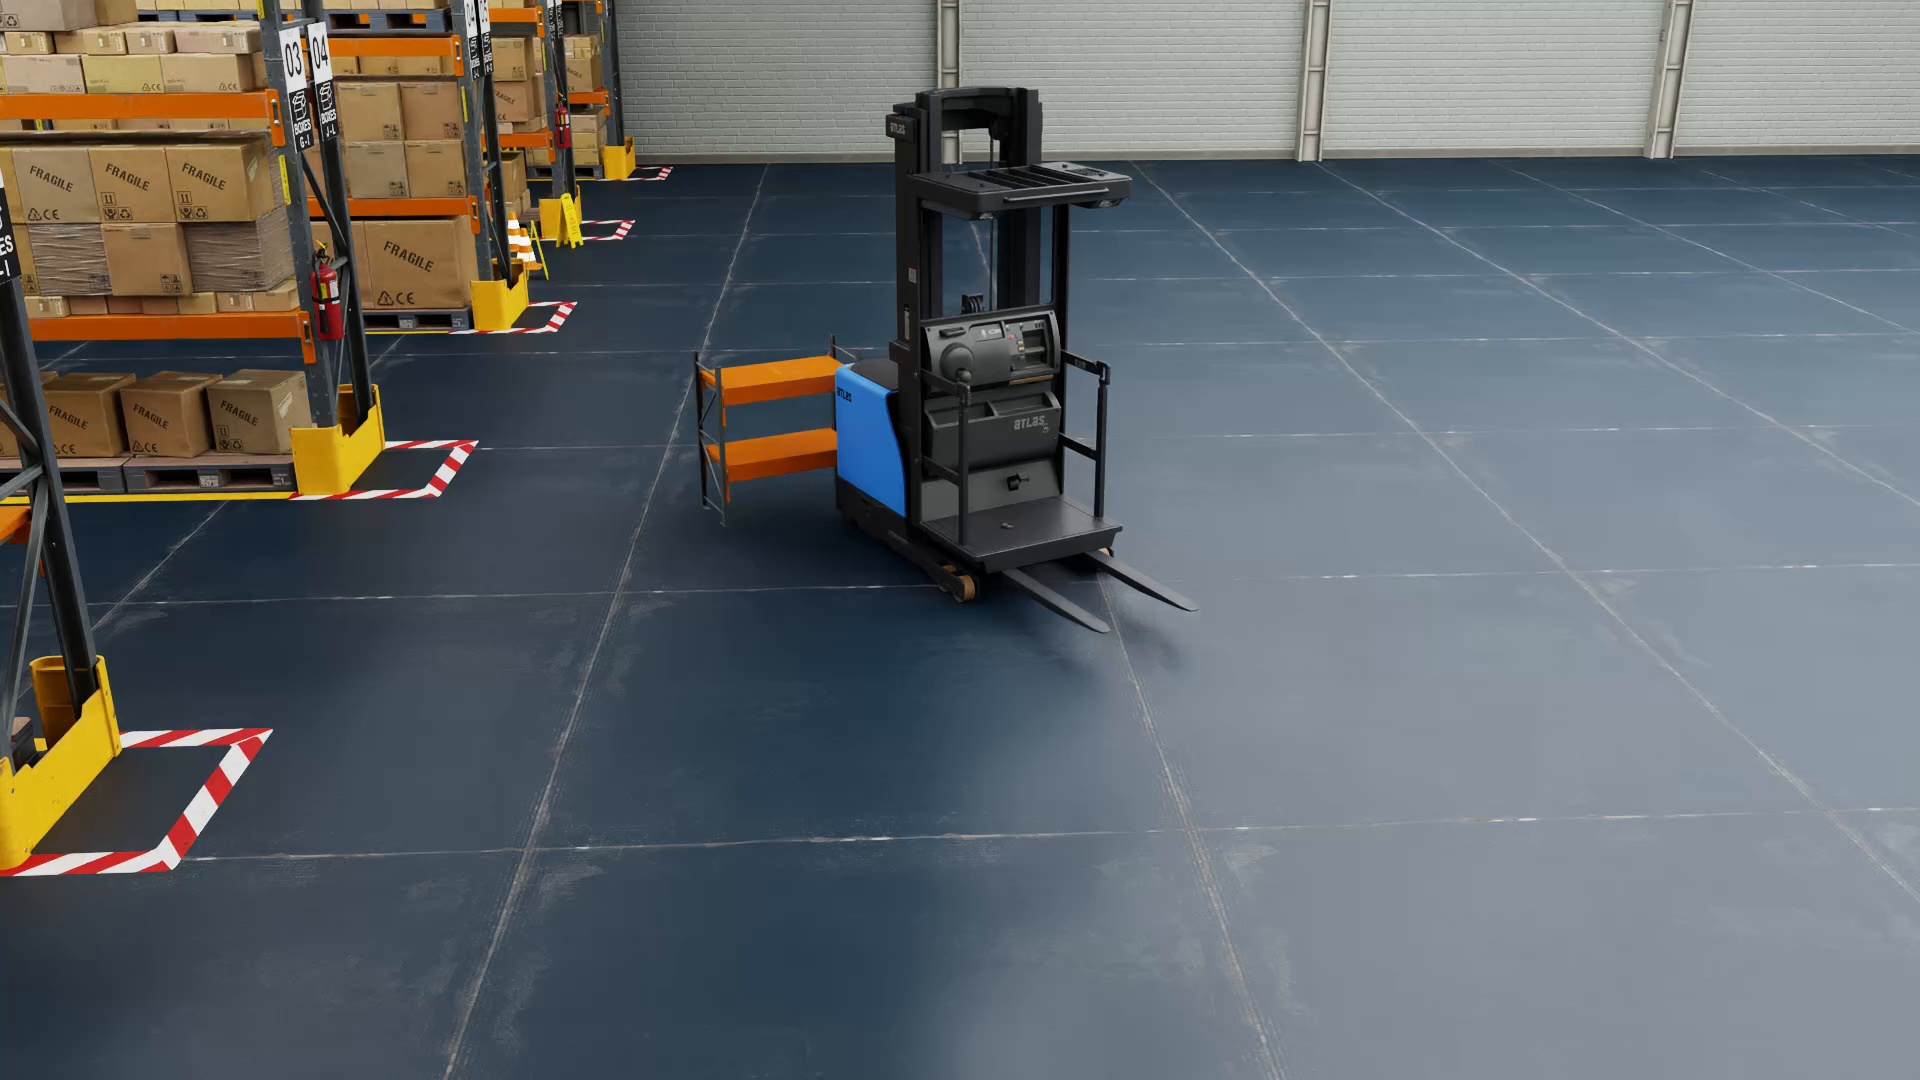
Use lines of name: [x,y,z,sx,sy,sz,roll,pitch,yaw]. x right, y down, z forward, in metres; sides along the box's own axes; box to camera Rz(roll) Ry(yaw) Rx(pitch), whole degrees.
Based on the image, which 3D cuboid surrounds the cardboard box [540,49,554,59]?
cardboard box: [-6.258,-7.460,25.448,0.250,0.149,0.380,-1,21,-2]

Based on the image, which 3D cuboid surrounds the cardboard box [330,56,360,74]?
cardboard box: [-7.653,-5.960,20.596,0.500,0.500,0.700,-2,21,-4]

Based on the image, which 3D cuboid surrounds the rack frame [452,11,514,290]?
rack frame: [-4.742,-3.697,16.615,0.127,3.000,1.000,-1,21,-3]

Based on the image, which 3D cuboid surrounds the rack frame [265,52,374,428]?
rack frame: [-4.560,-1.933,11.982,0.127,3.000,1.000,-1,21,-3]

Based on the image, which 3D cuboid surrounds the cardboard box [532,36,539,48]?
cardboard box: [-6.515,-7.613,25.432,0.250,0.149,0.380,-1,21,-3]

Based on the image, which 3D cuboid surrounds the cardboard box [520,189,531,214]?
cardboard box: [-5.946,-4.446,21.858,0.500,0.250,0.500,-1,21,-3]

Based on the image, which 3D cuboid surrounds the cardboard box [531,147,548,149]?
cardboard box: [-6.382,-6.234,25.851,0.500,0.250,0.500,-1,21,-4]

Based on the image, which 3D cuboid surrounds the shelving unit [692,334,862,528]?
shelving unit: [-1.250,-0.772,11.569,1.048,1.125,0.538,-10,23,-25]

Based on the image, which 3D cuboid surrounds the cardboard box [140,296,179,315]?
cardboard box: [-5.579,-1.708,11.746,0.250,0.149,0.380,-1,21,-3]

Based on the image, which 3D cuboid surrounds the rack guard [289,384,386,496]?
rack guard: [-4.635,-0.763,12.423,0.348,0.500,1.175,-1,21,-3]

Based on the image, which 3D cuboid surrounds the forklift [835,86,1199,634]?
forklift: [0.315,-1.176,10.091,1.130,2.935,3.031,-12,24,-28]

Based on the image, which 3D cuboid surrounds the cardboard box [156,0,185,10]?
cardboard box: [-7.337,-5.051,15.578,0.250,0.149,0.380,-1,21,-4]

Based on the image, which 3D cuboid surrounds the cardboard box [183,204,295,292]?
cardboard box: [-5.110,-2.117,11.907,0.500,0.500,0.875,-1,21,-3]

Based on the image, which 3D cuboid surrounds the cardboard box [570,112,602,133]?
cardboard box: [-5.854,-6.475,25.780,0.500,0.250,0.500,0,21,-1]

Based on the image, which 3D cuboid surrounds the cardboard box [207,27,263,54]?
cardboard box: [-4.819,-3.334,11.098,0.250,0.149,0.380,-1,21,-3]

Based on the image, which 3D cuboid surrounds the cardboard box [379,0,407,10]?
cardboard box: [-5.306,-5.092,15.687,0.250,0.149,0.380,-1,21,-3]

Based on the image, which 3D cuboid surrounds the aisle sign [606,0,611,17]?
aisle sign: [-5.330,-8.328,25.126,0.004,0.787,0.394,-1,21,-3]

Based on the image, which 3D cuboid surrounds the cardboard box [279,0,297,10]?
cardboard box: [-6.323,-5.071,15.632,0.250,0.149,0.380,-1,21,-3]

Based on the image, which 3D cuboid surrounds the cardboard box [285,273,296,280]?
cardboard box: [-4.858,-1.894,12.234,0.250,0.149,0.380,-1,21,-3]

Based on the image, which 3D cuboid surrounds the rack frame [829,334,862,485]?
rack frame: [-0.798,-0.855,11.787,0.032,1.125,0.500,-10,23,-25]

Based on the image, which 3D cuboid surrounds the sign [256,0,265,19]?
sign: [-4.548,-3.551,10.772,0.005,0.325,0.100,-1,21,-3]

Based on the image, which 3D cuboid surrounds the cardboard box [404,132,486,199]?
cardboard box: [-5.110,-3.743,16.526,0.550,0.550,0.875,-1,21,-3]

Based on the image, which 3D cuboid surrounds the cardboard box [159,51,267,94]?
cardboard box: [-5.026,-3.165,11.212,0.500,0.250,0.500,-1,21,-2]

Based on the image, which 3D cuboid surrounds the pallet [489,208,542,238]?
pallet: [-6.014,-4.144,21.710,1.213,0.211,1.003,-1,21,-3]

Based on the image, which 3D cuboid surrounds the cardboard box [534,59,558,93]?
cardboard box: [-6.407,-7.153,25.551,0.500,0.500,0.500,-1,21,-1]

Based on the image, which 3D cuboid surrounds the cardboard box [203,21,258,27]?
cardboard box: [-5.112,-3.557,11.681,0.250,0.149,0.380,-1,21,-2]

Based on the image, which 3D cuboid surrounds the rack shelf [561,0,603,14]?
rack shelf: [-7.409,-8.241,25.347,4.000,0.370,1.077,-1,21,-3]

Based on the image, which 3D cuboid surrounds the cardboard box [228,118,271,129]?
cardboard box: [-6.747,-4.214,16.244,0.500,0.550,0.875,-1,21,-3]

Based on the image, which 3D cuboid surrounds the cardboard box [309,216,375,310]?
cardboard box: [-6.293,-2.844,16.772,0.875,0.875,0.875,-1,21,-4]

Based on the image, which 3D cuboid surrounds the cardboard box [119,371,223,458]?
cardboard box: [-5.779,-0.930,12.270,0.500,0.500,0.500,4,21,11]

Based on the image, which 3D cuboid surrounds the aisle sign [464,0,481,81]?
aisle sign: [-4.654,-4.807,15.876,0.004,0.787,0.394,-1,21,-3]

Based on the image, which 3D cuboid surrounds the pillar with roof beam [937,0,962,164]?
pillar with roof beam: [0.077,-8.919,21.899,0.400,9.000,9.100,-1,21,-3]

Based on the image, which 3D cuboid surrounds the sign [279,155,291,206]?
sign: [-4.548,-2.424,11.201,0.005,0.325,0.100,-1,21,-3]

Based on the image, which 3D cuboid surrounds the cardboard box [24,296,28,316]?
cardboard box: [-6.577,-1.688,11.692,0.250,0.149,0.380,-1,21,-3]

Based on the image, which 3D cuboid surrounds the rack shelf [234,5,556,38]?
rack shelf: [-7.122,-6.478,20.716,4.000,0.370,1.077,-1,21,-3]

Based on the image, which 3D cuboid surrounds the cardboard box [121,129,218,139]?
cardboard box: [-5.624,-2.664,11.938,0.500,0.500,0.500,-1,21,-3]

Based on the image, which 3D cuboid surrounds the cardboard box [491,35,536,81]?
cardboard box: [-5.623,-6.018,20.749,0.500,0.500,0.700,-2,21,-4]

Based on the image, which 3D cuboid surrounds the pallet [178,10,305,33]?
pallet: [-6.703,-5.013,15.980,1.213,0.211,1.003,-1,21,-3]

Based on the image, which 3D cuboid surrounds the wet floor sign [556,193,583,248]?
wet floor sign: [-4.874,-3.977,20.659,0.232,0.644,0.267,6,22,16]

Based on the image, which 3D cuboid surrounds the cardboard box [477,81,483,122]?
cardboard box: [-6.152,-5.521,20.849,0.500,0.500,0.500,-1,21,-3]

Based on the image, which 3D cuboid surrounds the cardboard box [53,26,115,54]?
cardboard box: [-5.856,-3.352,11.144,0.250,0.149,0.380,-1,21,-2]

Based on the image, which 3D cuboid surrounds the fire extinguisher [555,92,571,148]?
fire extinguisher: [-4.985,-5.256,20.818,0.183,0.674,0.296,-1,21,-3]

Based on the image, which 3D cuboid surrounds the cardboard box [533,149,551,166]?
cardboard box: [-6.360,-5.999,25.936,0.500,0.250,0.500,-1,21,-3]

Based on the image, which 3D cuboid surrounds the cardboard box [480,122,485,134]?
cardboard box: [-5.990,-5.210,20.943,0.250,0.149,0.380,-2,21,-4]

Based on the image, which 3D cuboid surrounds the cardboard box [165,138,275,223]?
cardboard box: [-5.095,-2.487,11.473,0.500,0.500,0.500,-1,21,-3]
